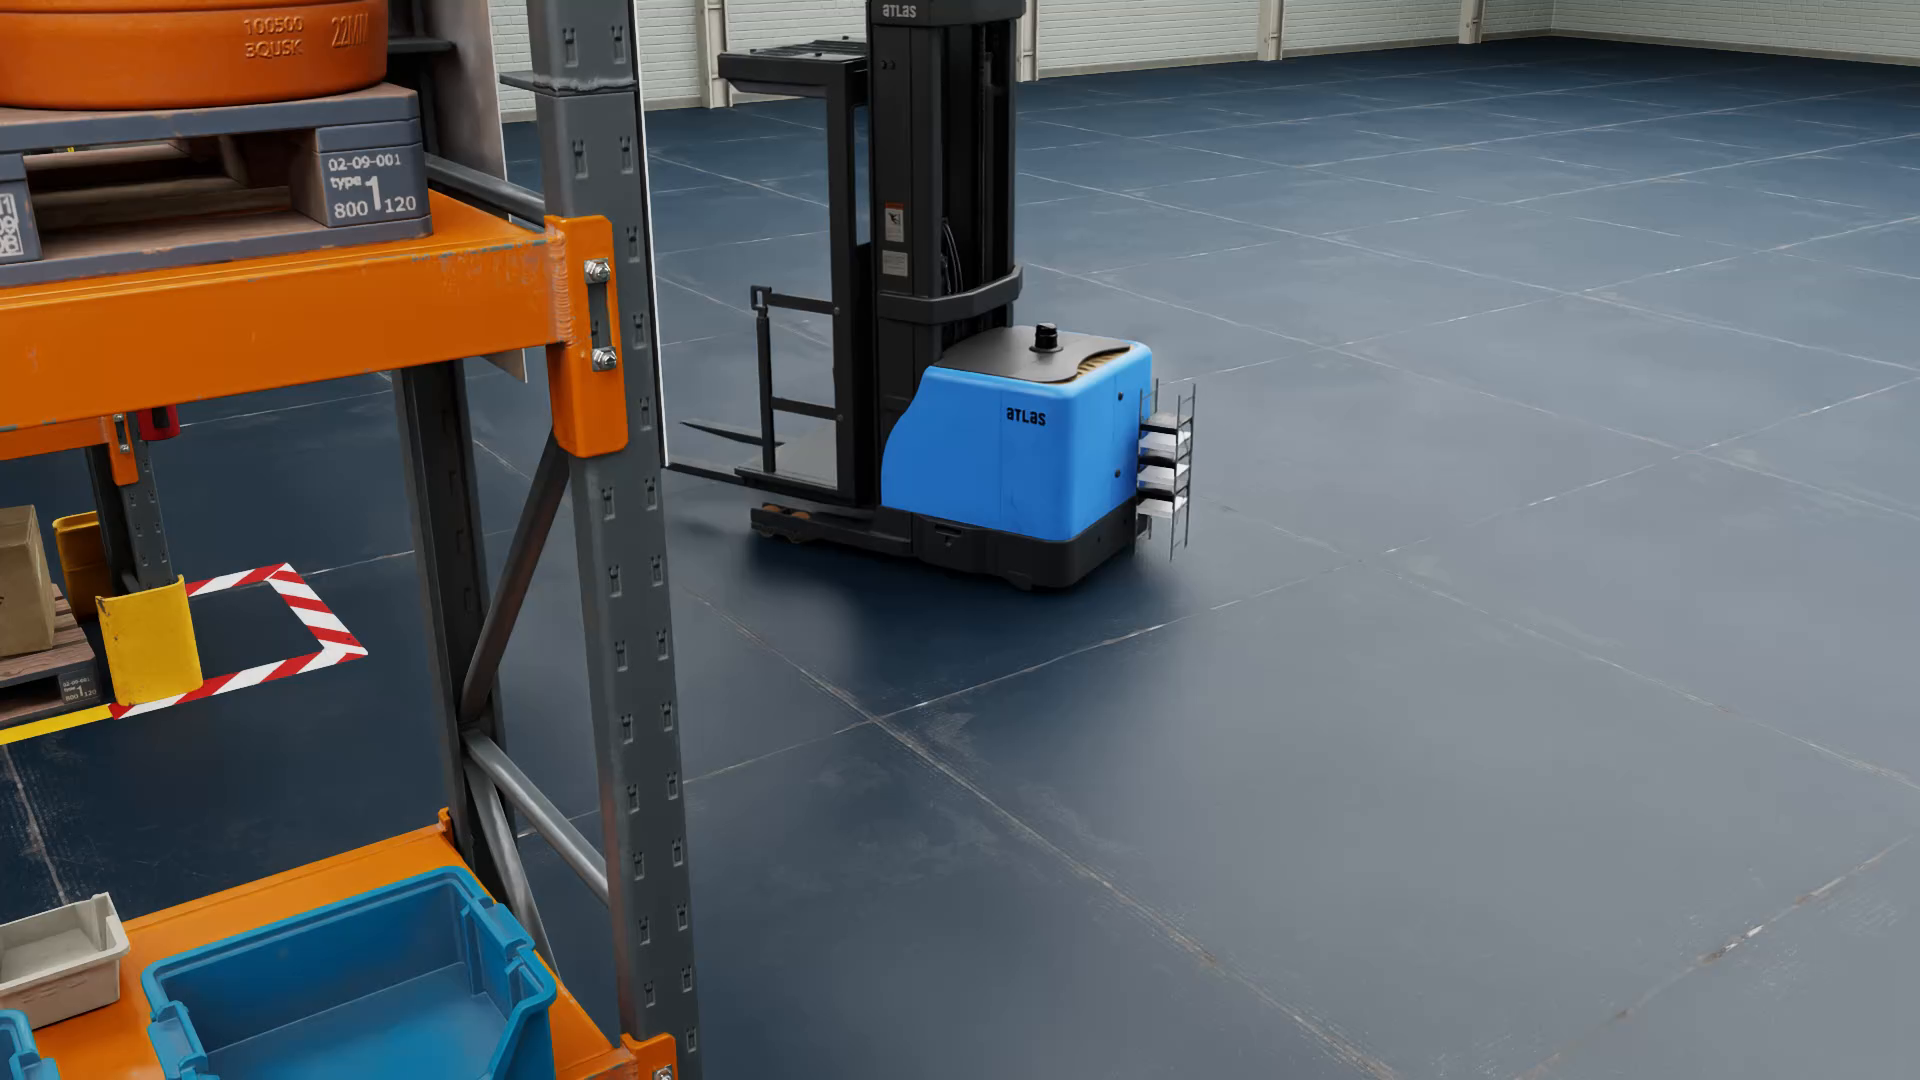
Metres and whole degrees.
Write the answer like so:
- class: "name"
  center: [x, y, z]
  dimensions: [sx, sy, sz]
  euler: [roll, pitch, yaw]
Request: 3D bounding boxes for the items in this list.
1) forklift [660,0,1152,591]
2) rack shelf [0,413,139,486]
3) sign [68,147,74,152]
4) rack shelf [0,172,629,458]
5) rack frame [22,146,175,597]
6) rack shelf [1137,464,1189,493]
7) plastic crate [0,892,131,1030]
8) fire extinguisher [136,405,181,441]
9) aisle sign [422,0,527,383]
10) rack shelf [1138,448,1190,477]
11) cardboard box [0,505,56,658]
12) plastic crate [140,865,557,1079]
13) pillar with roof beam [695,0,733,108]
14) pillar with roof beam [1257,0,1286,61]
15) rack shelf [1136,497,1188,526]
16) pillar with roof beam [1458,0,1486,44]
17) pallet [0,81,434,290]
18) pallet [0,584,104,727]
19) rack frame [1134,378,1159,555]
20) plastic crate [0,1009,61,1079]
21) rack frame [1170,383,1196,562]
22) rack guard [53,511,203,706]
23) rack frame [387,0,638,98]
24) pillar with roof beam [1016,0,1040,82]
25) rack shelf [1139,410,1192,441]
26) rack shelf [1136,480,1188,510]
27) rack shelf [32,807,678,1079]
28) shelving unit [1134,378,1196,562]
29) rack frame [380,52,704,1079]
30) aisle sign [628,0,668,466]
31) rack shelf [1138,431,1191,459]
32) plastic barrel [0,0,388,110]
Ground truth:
- class: "forklift"
  center: [-0.531, -1.498, 8.696]
  dimensions: [3.031, 2.935, 1.130]
  euler: [12, 25, 28]
- class: "rack shelf"
  center: [-5.339, -0.134, 6.156]
  dimensions: [4.000, 0.370, 1.077]
  euler: [-15, 26, -33]
- class: "sign"
  center: [-3.408, -1.414, 6.405]
  dimensions: [0.005, 0.325, 0.100]
  euler: [-15, 26, -33]
- class: "rack shelf"
  center: [-2.447, -0.037, 1.866]
  dimensions: [4.000, 0.370, 1.077]
  euler: [-15, 26, -33]
- class: "rack frame"
  center: [-3.716, -0.901, 7.107]
  dimensions: [0.127, 3.000, 1.000]
  euler: [-15, 26, -33]
- class: "rack shelf"
  center: [1.056, -0.331, 8.601]
  dimensions: [0.200, 0.077, 0.258]
  euler: [11, 24, 25]
- class: "plastic crate"
  center: [-1.737, 0.808, 3.179]
  dimensions: [0.250, 0.136, 0.298]
  euler: [-15, 26, -33]
- class: "fire extinguisher"
  center: [-3.354, -0.751, 6.836]
  dimensions: [0.183, 0.674, 0.296]
  euler: [-15, 26, -33]
- class: "aisle sign"
  center: [-0.936, -0.722, 3.151]
  dimensions: [0.004, 0.787, 0.394]
  euler: [-15, 26, -33]
- class: "rack shelf"
  center: [1.056, -0.414, 8.568]
  dimensions: [0.200, 0.077, 0.258]
  euler: [11, 24, 25]
- class: "cardboard box"
  center: [-4.232, 0.195, 7.167]
  dimensions: [0.500, 0.500, 0.500]
  euler: [-10, 24, -23]
- class: "plastic crate"
  center: [-1.055, 0.856, 2.904]
  dimensions: [0.616, 0.251, 0.499]
  euler: [-15, 26, -33]
- class: "pillar with roof beam"
  center: [-1.242, -9.584, 20.772]
  dimensions: [0.400, 9.000, 9.100]
  euler: [-15, 26, -33]
- class: "pillar with roof beam"
  center: [8.499, -12.181, 27.282]
  dimensions: [0.400, 9.000, 9.100]
  euler: [-15, 26, -33]
- class: "rack shelf"
  center: [1.056, -0.164, 8.668]
  dimensions: [0.200, 0.077, 0.258]
  euler: [11, 24, 25]
- class: "pillar with roof beam"
  center: [13.370, -13.480, 30.536]
  dimensions: [0.400, 9.000, 9.100]
  euler: [-15, 26, -33]
- class: "pallet"
  center: [-1.552, -0.567, 2.477]
  dimensions: [1.213, 0.211, 1.003]
  euler: [-15, 26, -33]
- class: "pallet"
  center: [-4.458, 0.576, 7.169]
  dimensions: [1.213, 0.211, 1.003]
  euler: [-15, 26, -33]
- class: "rack frame"
  center: [0.966, -0.379, 8.632]
  dimensions: [0.006, 0.900, 0.240]
  euler: [11, 24, 25]
- class: "plastic crate"
  center: [-1.585, 0.995, 2.556]
  dimensions: [0.408, 0.251, 0.499]
  euler: [-15, 26, -33]
- class: "rack frame"
  center: [1.146, -0.345, 8.545]
  dimensions: [0.006, 0.900, 0.240]
  euler: [11, 24, 25]
- class: "rack guard"
  center: [-3.777, 0.276, 7.529]
  dimensions: [0.348, 0.500, 1.175]
  euler: [-15, 26, -33]
- class: "rack frame"
  center: [-0.823, -2.197, 2.261]
  dimensions: [0.127, 3.000, 1.000]
  euler: [-15, 26, -33]
- class: "pillar with roof beam"
  center: [3.629, -10.883, 24.027]
  dimensions: [0.400, 9.000, 9.100]
  euler: [-15, 26, -33]
- class: "rack shelf"
  center: [1.056, -0.582, 8.501]
  dimensions: [0.200, 0.077, 0.258]
  euler: [11, 24, 25]
- class: "rack shelf"
  center: [1.056, -0.247, 8.634]
  dimensions: [0.200, 0.077, 0.258]
  euler: [11, 24, 25]
- class: "rack shelf"
  center: [-2.447, 1.356, 2.422]
  dimensions: [4.000, 0.370, 1.077]
  euler: [-15, 26, -33]
- class: "shelving unit"
  center: [1.056, -0.362, 8.589]
  dimensions: [0.210, 0.900, 0.258]
  euler: [11, 24, 25]
- class: "rack frame"
  center: [-0.823, 0.589, 3.373]
  dimensions: [0.127, 3.000, 1.000]
  euler: [-15, 26, -33]
- class: "aisle sign"
  center: [-0.591, -0.545, 2.706]
  dimensions: [0.004, 0.787, 0.394]
  euler: [-15, 26, -33]
- class: "rack shelf"
  center: [1.056, -0.498, 8.534]
  dimensions: [0.200, 0.077, 0.258]
  euler: [11, 24, 25]
- class: "plastic barrel"
  center: [-1.143, -1.055, 2.300]
  dimensions: [0.708, 0.830, 0.600]
  euler: [-15, 26, -33]
